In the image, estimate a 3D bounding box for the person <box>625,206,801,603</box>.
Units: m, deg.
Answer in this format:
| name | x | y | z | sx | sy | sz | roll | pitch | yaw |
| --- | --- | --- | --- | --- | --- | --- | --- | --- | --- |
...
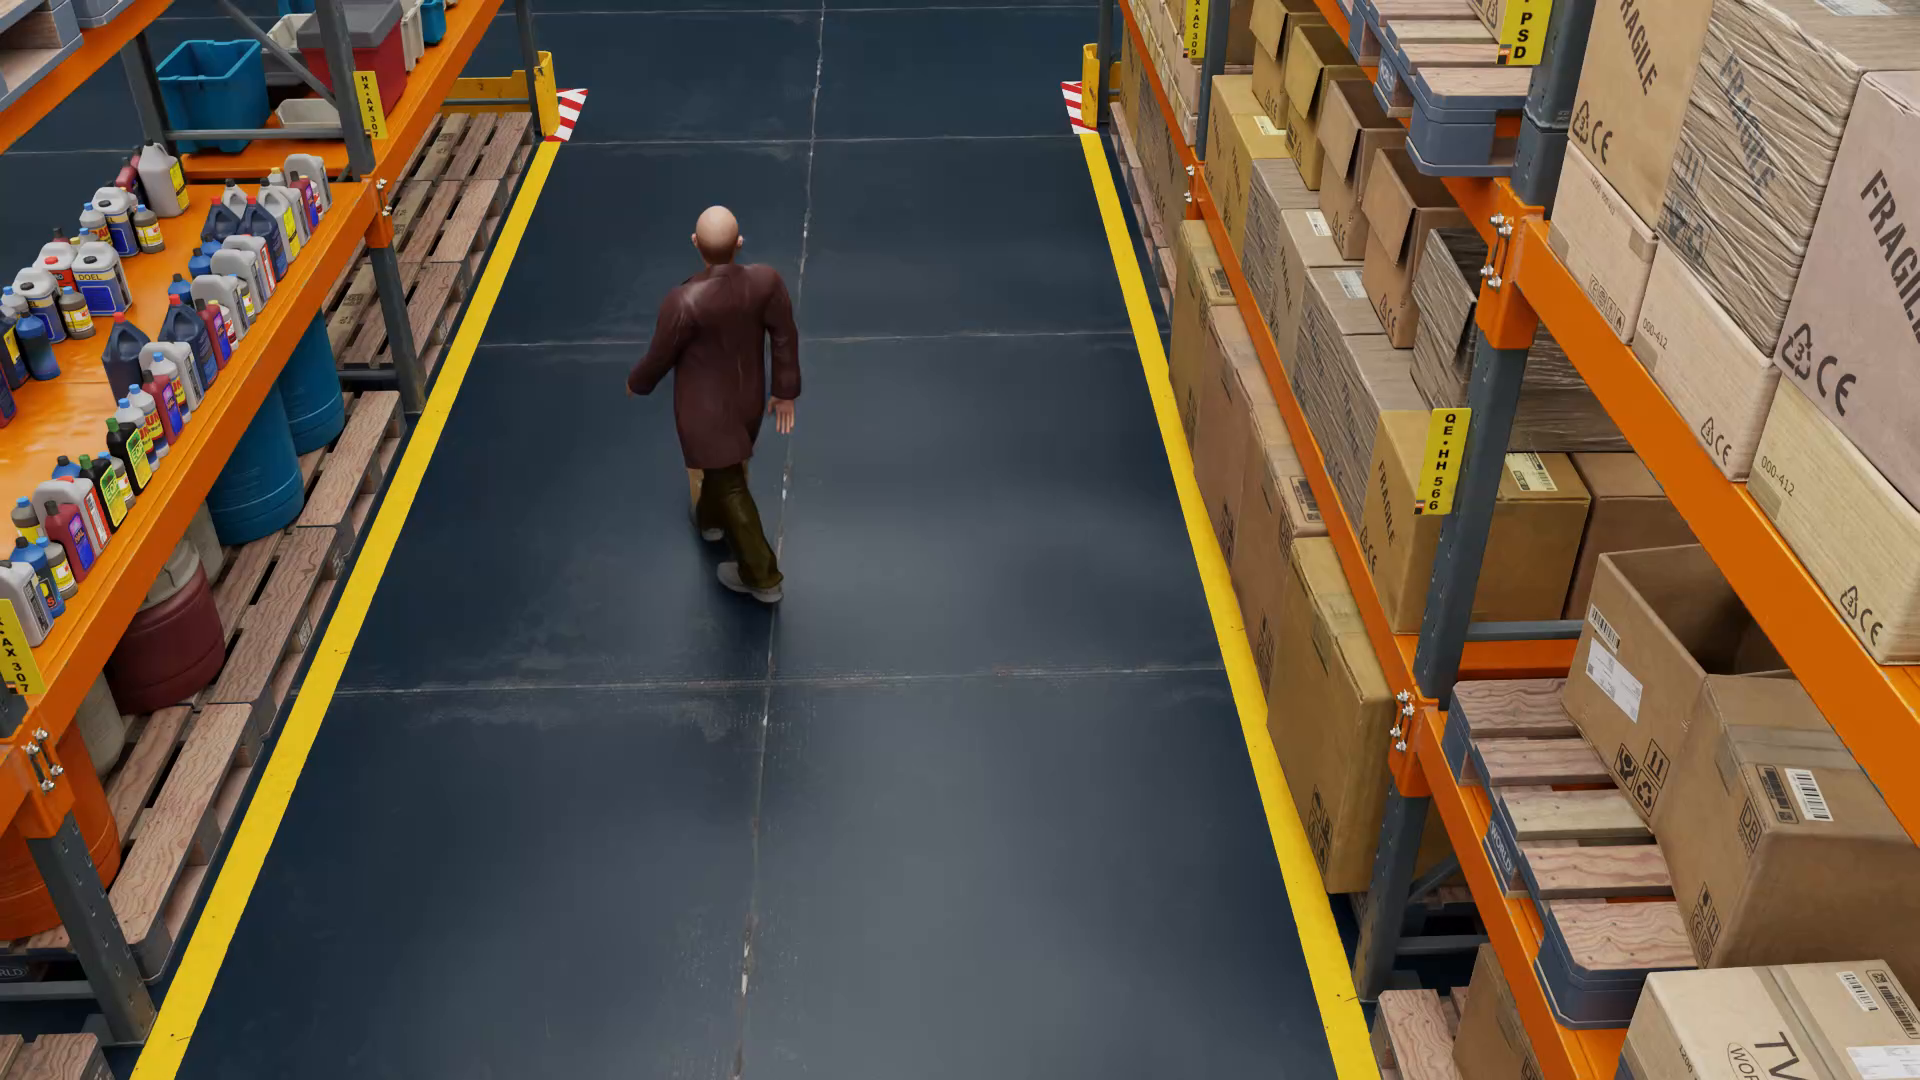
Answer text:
| name | x | y | z | sx | sy | sz | roll | pitch | yaw |
| --- | --- | --- | --- | --- | --- | --- | --- | --- | --- |
| person | -1.067 | -0.619 | 7.037 | 0.606 | 1.765 | 0.899 | -28 | 43 | -34 |
